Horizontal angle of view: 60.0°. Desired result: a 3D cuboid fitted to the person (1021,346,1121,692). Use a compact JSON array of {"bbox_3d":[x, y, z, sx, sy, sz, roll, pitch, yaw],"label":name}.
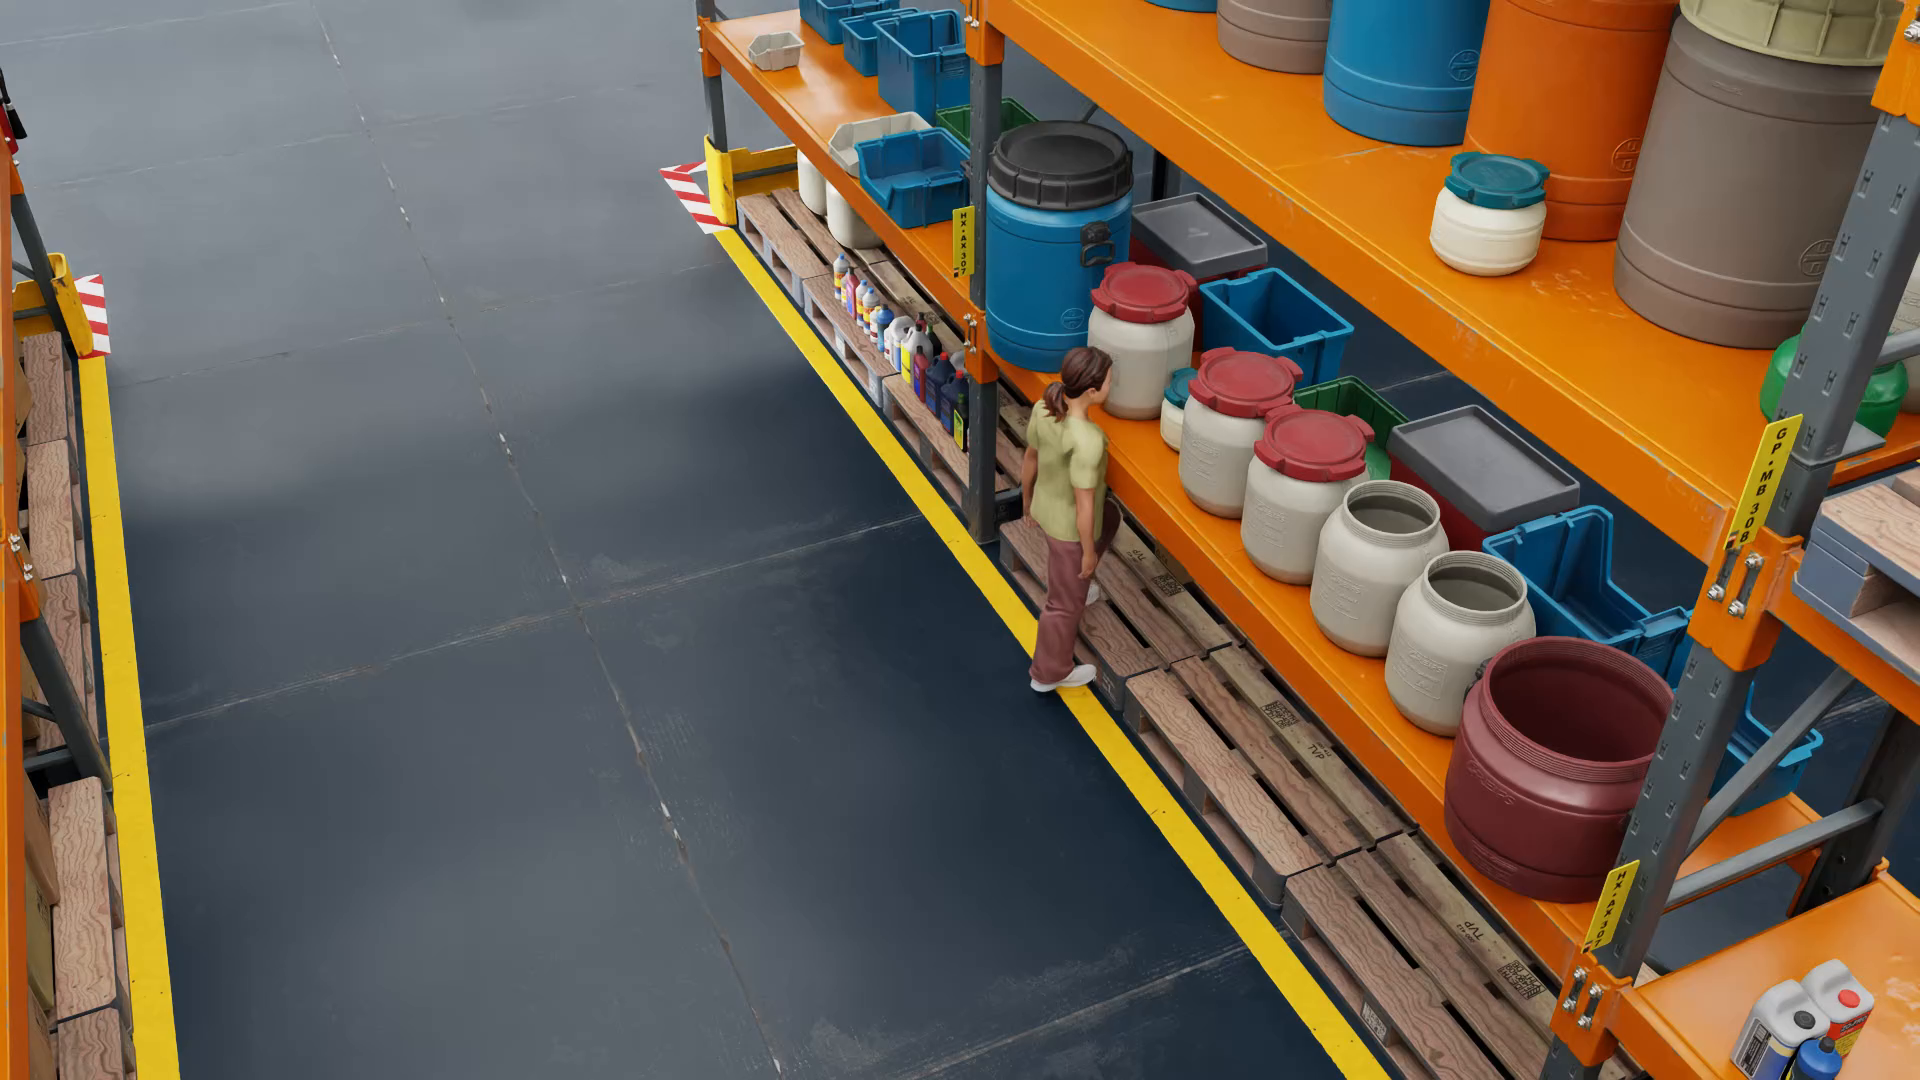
[{"bbox_3d":[0.535,-0.094,6.959,0.536,1.678,0.508,-18,41,-22],"label":"person"}]
